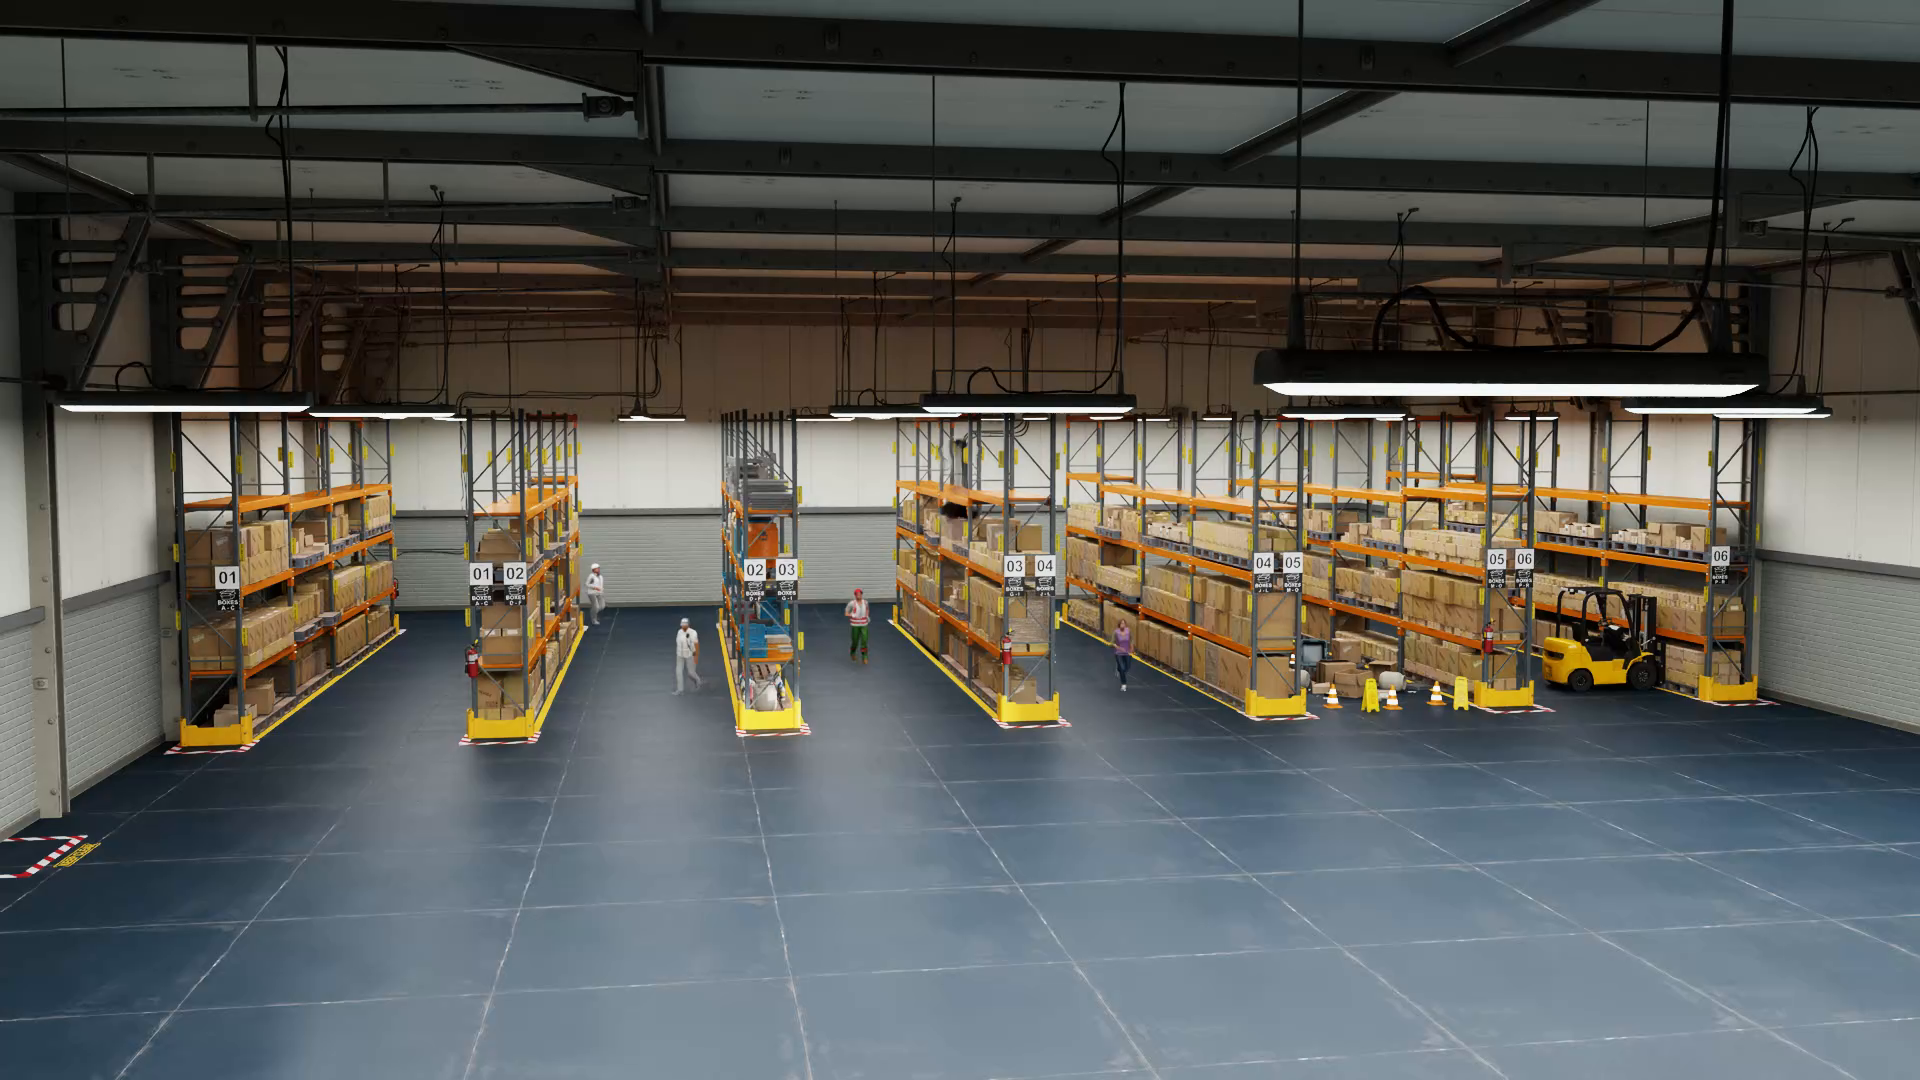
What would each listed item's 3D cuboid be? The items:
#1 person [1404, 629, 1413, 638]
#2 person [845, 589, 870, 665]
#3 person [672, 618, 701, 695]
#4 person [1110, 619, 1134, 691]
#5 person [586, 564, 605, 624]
[{"bbox_3d":[11.705,1.886,43.180,0.539,1.684,0.699,-1,4,-15],"label":"person"},{"bbox_3d":[-2.411,2.041,39.526,0.657,1.776,0.968,-2,4,-22],"label":"person"},{"bbox_3d":[-5.751,2.449,35.162,0.541,1.632,0.598,1,4,20],"label":"person"},{"bbox_3d":[3.510,2.468,35.853,0.578,1.553,0.640,-1,4,-13],"label":"person"},{"bbox_3d":[-10.393,1.543,47.539,0.603,1.740,0.647,2,5,32],"label":"person"}]
